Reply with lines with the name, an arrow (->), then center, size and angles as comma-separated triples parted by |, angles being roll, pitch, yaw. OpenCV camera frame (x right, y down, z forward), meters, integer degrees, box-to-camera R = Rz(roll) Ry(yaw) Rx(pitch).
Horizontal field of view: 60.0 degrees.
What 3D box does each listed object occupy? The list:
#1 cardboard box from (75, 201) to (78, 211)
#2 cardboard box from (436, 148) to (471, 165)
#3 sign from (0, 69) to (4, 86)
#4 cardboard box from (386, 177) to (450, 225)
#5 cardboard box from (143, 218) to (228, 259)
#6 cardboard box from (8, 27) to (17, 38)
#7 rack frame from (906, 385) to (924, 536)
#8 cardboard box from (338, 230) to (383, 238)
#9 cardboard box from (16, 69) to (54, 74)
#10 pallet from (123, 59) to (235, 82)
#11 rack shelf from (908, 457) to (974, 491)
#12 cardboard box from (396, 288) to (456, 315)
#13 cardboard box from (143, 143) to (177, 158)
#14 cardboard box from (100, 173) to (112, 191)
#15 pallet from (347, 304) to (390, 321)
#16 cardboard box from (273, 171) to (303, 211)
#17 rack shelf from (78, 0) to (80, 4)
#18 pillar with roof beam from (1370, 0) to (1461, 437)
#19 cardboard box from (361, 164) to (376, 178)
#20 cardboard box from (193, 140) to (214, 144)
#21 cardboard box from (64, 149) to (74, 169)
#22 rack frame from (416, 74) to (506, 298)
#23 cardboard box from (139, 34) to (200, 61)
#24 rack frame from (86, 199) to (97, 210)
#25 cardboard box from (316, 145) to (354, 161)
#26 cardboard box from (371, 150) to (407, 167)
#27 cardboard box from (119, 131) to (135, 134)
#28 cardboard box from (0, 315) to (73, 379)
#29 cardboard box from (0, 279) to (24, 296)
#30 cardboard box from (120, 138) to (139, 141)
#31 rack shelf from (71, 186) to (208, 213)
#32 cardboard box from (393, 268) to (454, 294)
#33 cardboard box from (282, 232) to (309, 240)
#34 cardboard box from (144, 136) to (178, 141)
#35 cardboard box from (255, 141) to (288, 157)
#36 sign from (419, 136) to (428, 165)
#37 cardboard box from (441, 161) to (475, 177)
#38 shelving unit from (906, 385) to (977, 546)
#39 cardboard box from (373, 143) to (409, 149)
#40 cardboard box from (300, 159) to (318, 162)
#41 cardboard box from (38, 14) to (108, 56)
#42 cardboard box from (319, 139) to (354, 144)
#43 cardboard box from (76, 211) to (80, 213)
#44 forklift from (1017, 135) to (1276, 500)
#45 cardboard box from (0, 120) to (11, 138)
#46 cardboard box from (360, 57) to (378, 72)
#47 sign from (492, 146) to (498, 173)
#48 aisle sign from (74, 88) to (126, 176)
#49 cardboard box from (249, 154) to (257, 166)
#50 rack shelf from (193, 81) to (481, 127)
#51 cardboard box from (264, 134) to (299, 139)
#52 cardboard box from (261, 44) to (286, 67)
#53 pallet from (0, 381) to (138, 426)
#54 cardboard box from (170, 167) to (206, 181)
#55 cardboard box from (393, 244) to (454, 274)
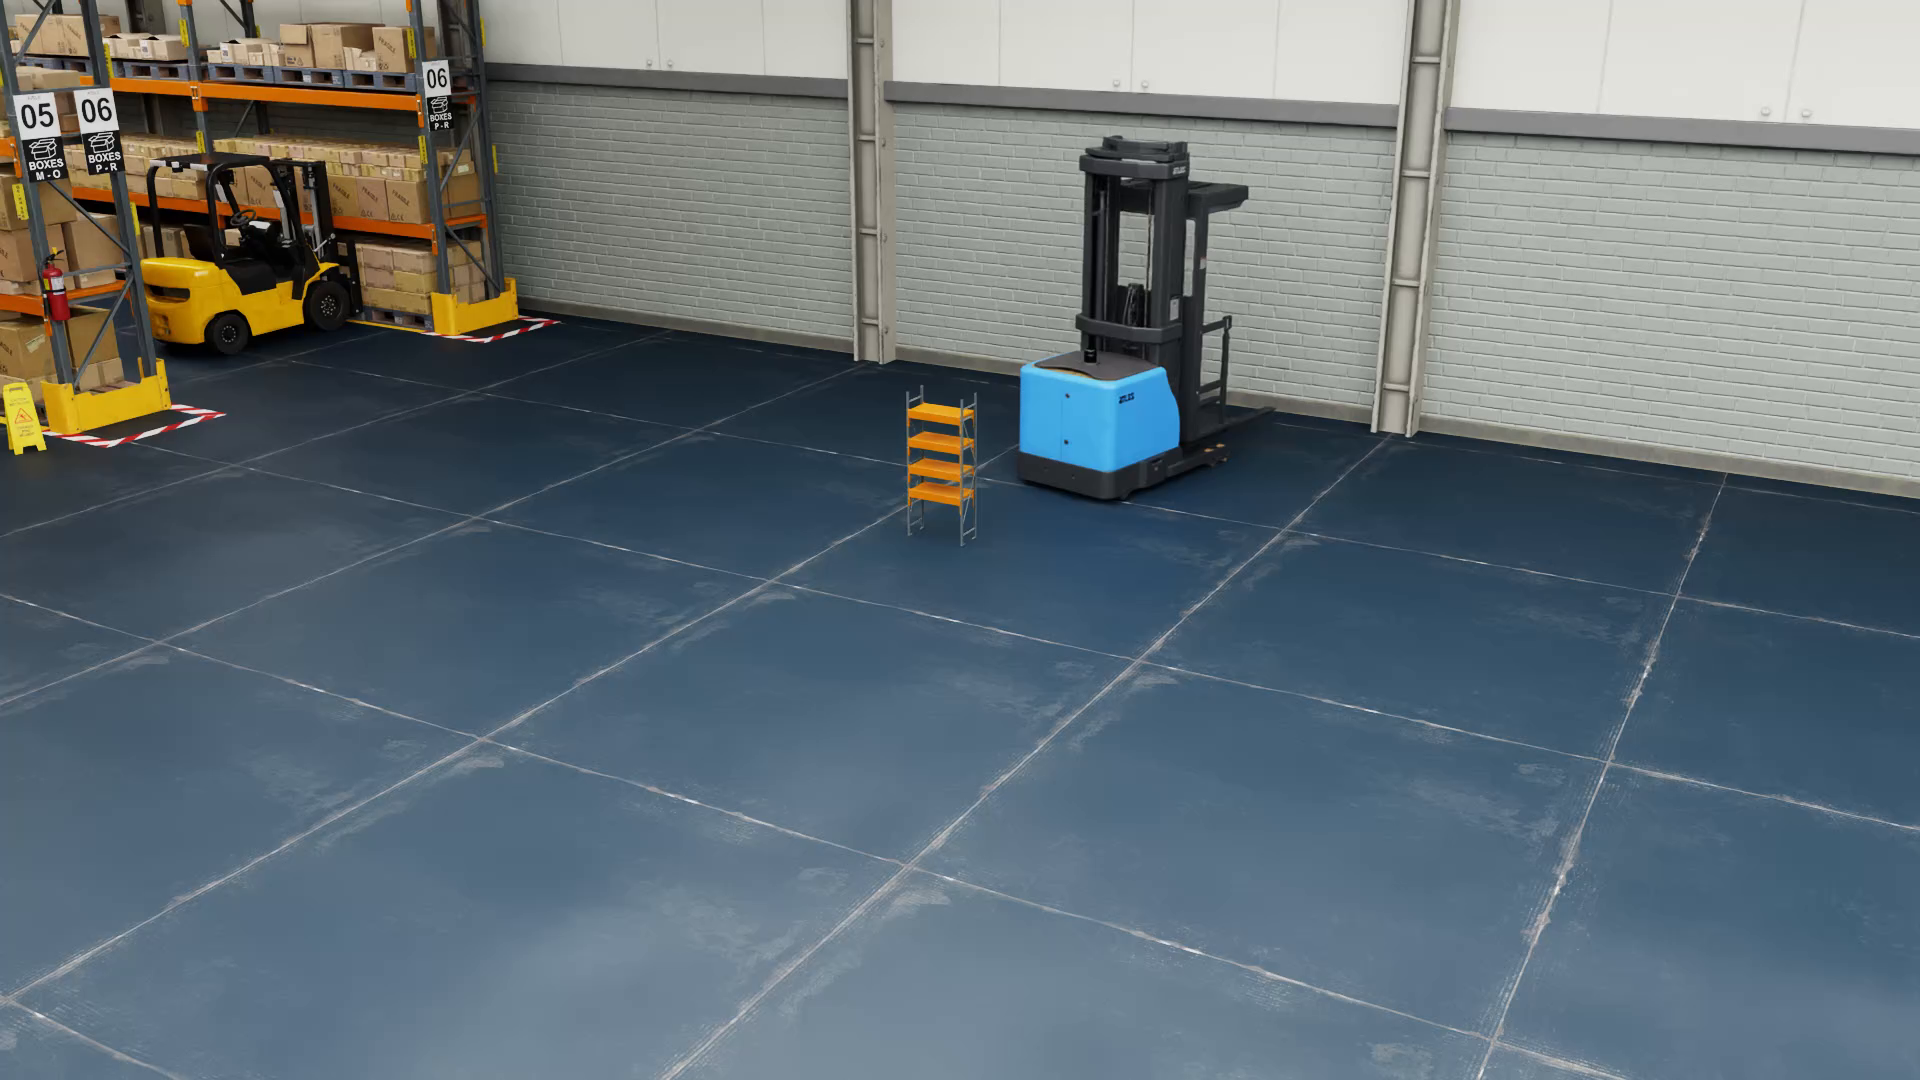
cardboard box -> -13.328, -4.931, 24.659 | 0.250, 0.149, 0.380 | 12, 23, 30
cardboard box -> -6.230, -4.705, 20.403 | 0.250, 0.149, 0.380 | 10, 22, 26
sign -> -8.746, -4.280, 15.068 | 0.005, 0.325, 0.100 | 11, 23, 27
cardboard box -> -6.598, -4.144, 20.245 | 0.500, 0.500, 0.500 | 10, 22, 26
cardboard box -> -10.668, -4.055, 23.011 | 0.625, 0.625, 0.875 | 11, 22, 27
cardboard box -> -13.419, -7.286, 23.851 | 0.250, 0.149, 0.380 | 11, 23, 28
rack frame -> -0.358, -0.632, 13.348 | 0.015, 1.200, 0.240 | 11, 23, 27
cardboard box -> -7.681, -3.861, 21.559 | 0.500, 0.250, 0.500 | 10, 22, 26
cardboard box -> -8.897, -4.439, 16.005 | 0.250, 0.149, 0.380 | 11, 23, 27
pallet -> -10.309, -6.222, 22.001 | 1.217, 0.209, 0.805 | 10, 22, 25
rack shelf -> -0.145, -0.528, 13.259 | 0.480, 0.148, 0.258 | 11, 23, 27
cardboard box -> -6.605, -2.983, 20.605 | 0.500, 0.250, 0.500 | 11, 23, 28
cardboard box -> -10.656, -5.200, 22.203 | 0.250, 0.149, 0.380 | 10, 22, 26
cardboard box -> -11.415, -4.952, 22.837 | 0.500, 0.250, 0.500 | 12, 23, 29
pallet -> -7.790, -3.101, 21.604 | 1.213, 0.211, 1.003 | 11, 23, 27
cardboard box -> -8.367, -4.489, 21.195 | 0.500, 0.500, 0.500 | 11, 22, 27
rack shelf -> -10.204, -5.429, 16.194 | 4.000, 0.370, 1.077 | 11, 23, 27
pillar with roof beam -> 2.168, -4.021, 11.253 | 0.400, 9.000, 9.100 | 11, 23, 27
cardboard box -> -7.125, -4.560, 20.438 | 0.250, 0.149, 0.380 | 11, 22, 27
cardboard box -> -10.161, -5.335, 22.577 | 0.250, 0.149, 0.380 | 11, 23, 27
cardboard box -> -12.320, -5.359, 23.226 | 0.500, 0.250, 0.500 | 12, 23, 29
rack frame -> -6.041, -4.094, 20.252 | 0.127, 3.000, 1.000 | 11, 23, 27
cardboard box -> -10.283, -6.419, 21.633 | 0.500, 0.311, 0.500 | 10, 22, 26
rack frame -> -13.025, -5.424, 23.920 | 0.127, 3.000, 1.000 | 11, 23, 27
cardboard box -> -7.798, -4.836, 20.763 | 0.250, 0.149, 0.380 | 11, 23, 28
cardboard box -> -6.928, -4.650, 20.250 | 0.250, 0.149, 0.380 | 11, 23, 28
cardboard box -> -11.915, -5.691, 23.557 | 0.250, 0.149, 0.380 | 10, 22, 26
cardboard box -> -9.285, -1.928, 16.599 | 0.500, 0.500, 0.500 | 11, 23, 28
cardboard box -> -9.164, -2.505, 16.240 | 0.250, 0.149, 0.380 | 10, 22, 27
cardboard box -> -11.484, -5.409, 22.781 | 0.250, 0.149, 0.380 | 11, 23, 27
rack shelf -> -11.279, -4.753, 23.125 | 4.000, 0.370, 1.077 | 11, 23, 27
cardboard box -> -6.618, -3.222, 20.531 | 0.500, 0.250, 0.500 | 10, 22, 27
cardboard box -> -8.382, -3.793, 21.372 | 0.500, 0.250, 0.500 | 12, 23, 29
cardboard box -> -11.043, -5.501, 23.033 | 0.250, 0.149, 0.380 | 11, 23, 28
cardboard box -> -8.725, -4.980, 21.160 | 0.250, 0.149, 0.380 | 11, 23, 28
sign -> -6.317, -4.590, 19.575 | 0.005, 0.325, 0.100 | 11, 23, 27
cardboard box -> -6.210, -4.579, 20.493 | 0.250, 0.149, 0.380 | 10, 22, 26
shelving unit -> -0.145, -0.592, 13.236 | 0.503, 1.200, 0.258 | 11, 23, 27
cardboard box -> -7.130, -4.880, 20.886 | 0.250, 0.149, 0.380 | 12, 23, 29
cardboard box -> -8.043, -4.717, 20.871 | 0.250, 0.149, 0.380 | 10, 22, 26
cardboard box -> -12.022, -6.879, 22.621 | 0.500, 0.500, 0.700 | 10, 22, 26
cardboard box -> -8.004, -5.065, 21.395 | 0.250, 0.149, 0.380 | 11, 22, 27
cardboard box -> -9.190, -3.049, 16.788 | 0.500, 0.500, 0.500 | 12, 23, 29
forklift -> 1.852, -2.149, 14.990 | 1.130, 2.935, 3.031 | 16, 26, 38
cardboard box -> -8.906, -3.884, 15.642 | 0.250, 0.149, 0.380 | 11, 23, 28
cardboard box -> -6.912, -5.678, 19.825 | 0.250, 0.149, 0.380 | 10, 22, 26
sign -> -5.765, -4.702, 20.544 | 0.005, 0.325, 0.100 | 11, 23, 27
aisle sign -> -8.253, -3.920, 15.959 | 0.004, 0.787, 0.394 | 11, 23, 27
cardboard box -> -8.915, -4.902, 21.382 | 0.250, 0.149, 0.380 | 11, 23, 27
rack shelf -> -7.787, -5.498, 20.780 | 4.000, 0.370, 1.077 | 11, 23, 27
cardboard box -> -8.908, -5.234, 21.860 | 0.250, 0.149, 0.380 | 10, 22, 26
cardboard box -> -8.385, -6.013, 20.579 | 0.258, 0.266, 0.396 | 10, 22, 26
pallet -> -9.217, -1.463, 17.088 | 1.213, 0.211, 1.003 | 11, 23, 27
cardboard box -> -10.086, -4.929, 22.041 | 0.500, 0.250, 0.500 | 10, 22, 26
cardboard box -> -6.595, -3.452, 20.434 | 0.500, 0.250, 0.500 | 12, 23, 29
